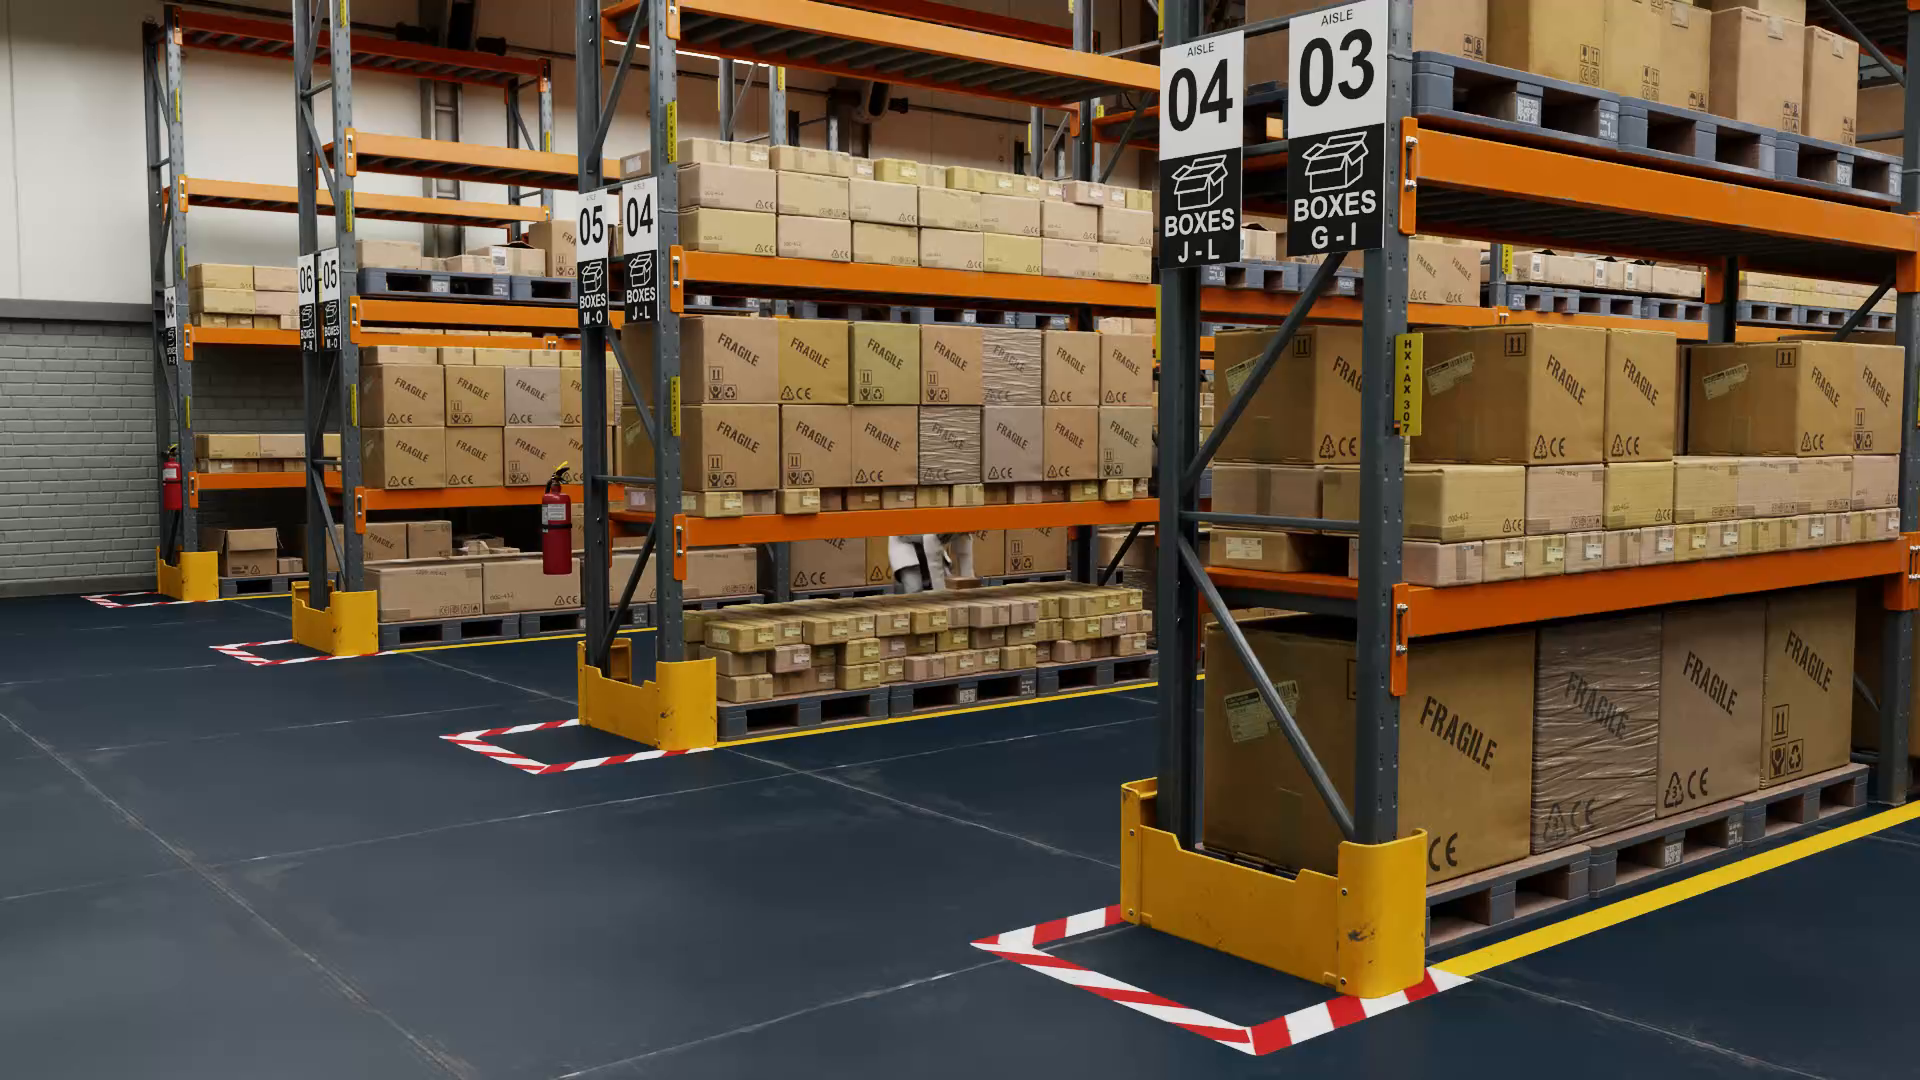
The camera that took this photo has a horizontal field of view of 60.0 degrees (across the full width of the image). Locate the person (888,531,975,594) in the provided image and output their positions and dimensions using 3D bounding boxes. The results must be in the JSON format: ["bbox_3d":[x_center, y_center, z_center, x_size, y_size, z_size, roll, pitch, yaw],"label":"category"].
[{"bbox_3d":[-0.202,0.292,13.517,0.581,1.182,0.932,-4,6,-41],"label":"person"}]
